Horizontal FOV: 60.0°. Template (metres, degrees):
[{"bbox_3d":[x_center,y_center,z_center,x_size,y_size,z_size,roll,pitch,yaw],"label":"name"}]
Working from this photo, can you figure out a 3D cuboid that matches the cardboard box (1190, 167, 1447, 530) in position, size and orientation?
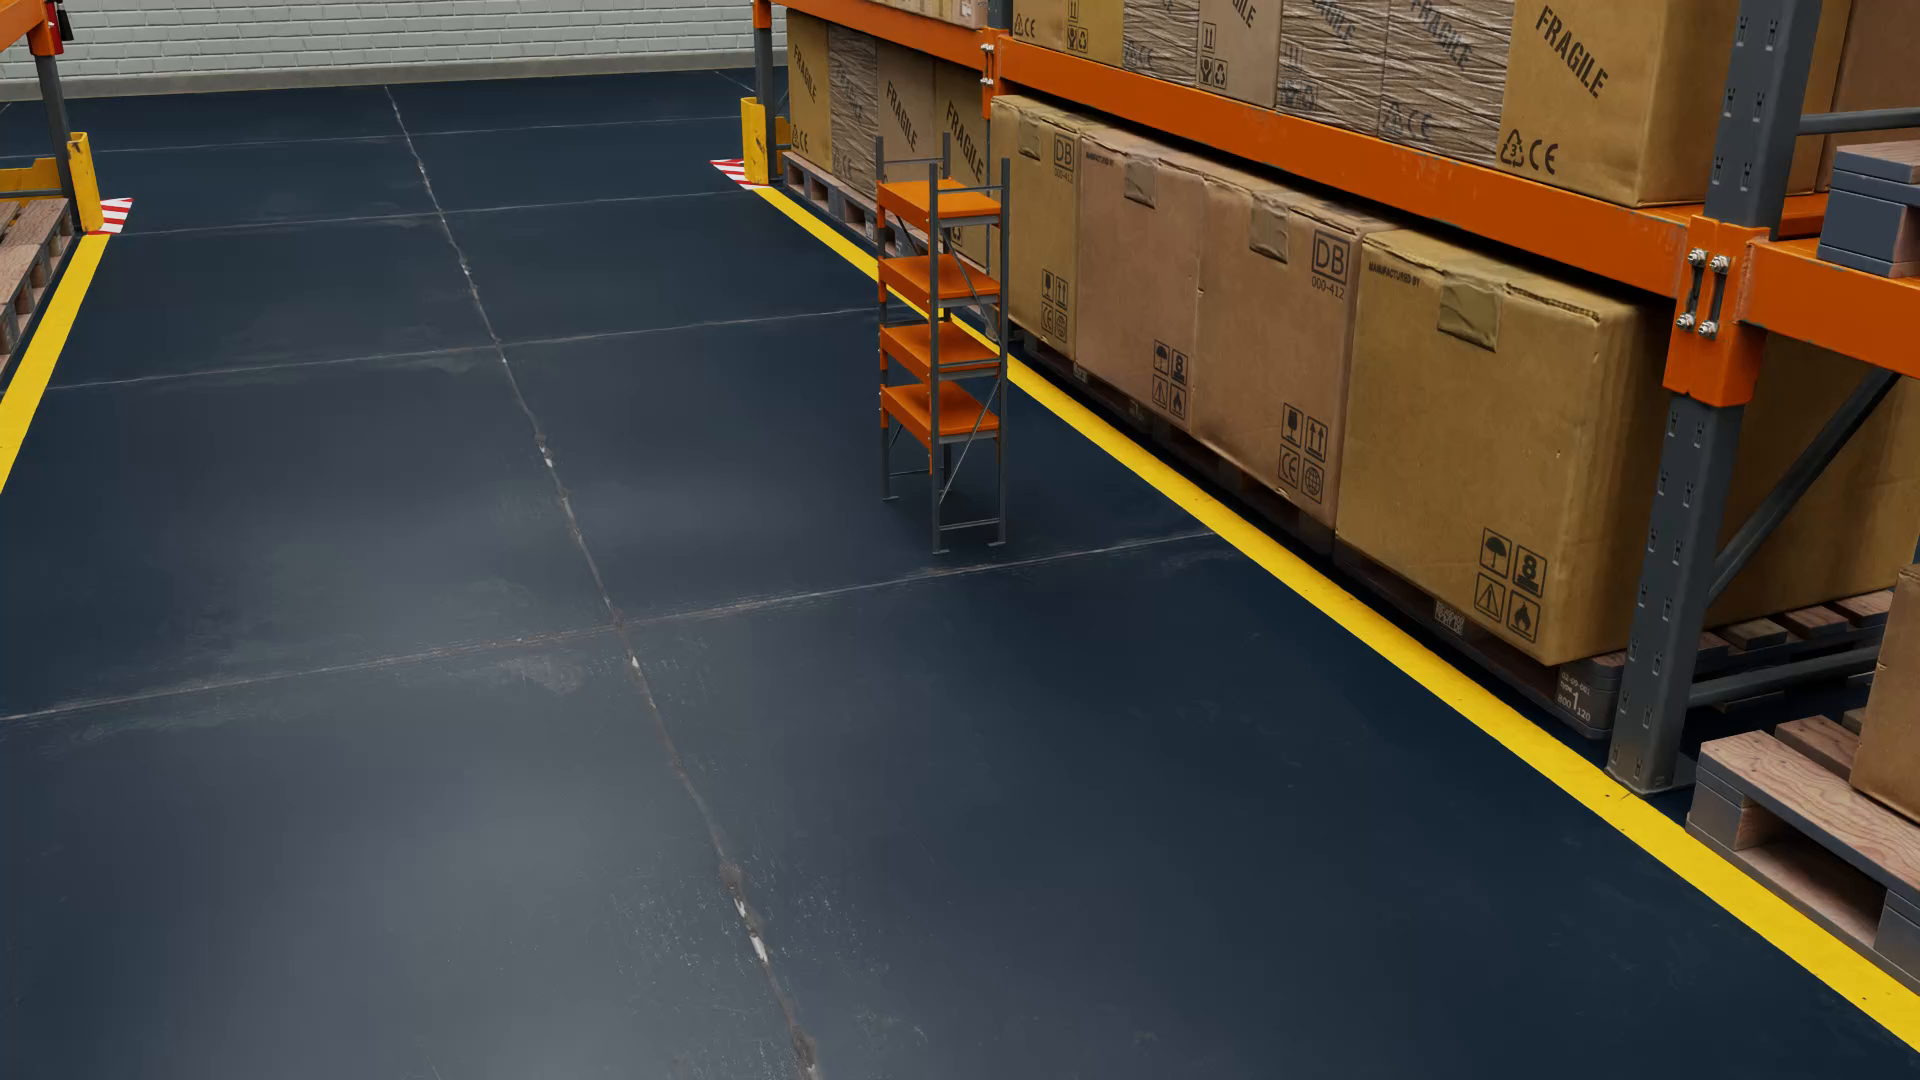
[{"bbox_3d":[1.482,-0.668,5.168,1.225,0.875,0.875,-8,24,-19],"label":"cardboard box"}]

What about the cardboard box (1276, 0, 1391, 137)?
[{"bbox_3d":[1.251,-1.437,4.668,0.500,0.500,0.500,-9,25,-21],"label":"cardboard box"}]

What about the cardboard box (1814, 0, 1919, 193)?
[{"bbox_3d":[2.097,-1.135,3.953,0.500,0.500,0.500,-8,24,-17],"label":"cardboard box"}]

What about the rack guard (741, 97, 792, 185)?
[{"bbox_3d":[-0.820,-2.639,10.867,1.175,0.500,0.348,-8,24,-19],"label":"rack guard"}]

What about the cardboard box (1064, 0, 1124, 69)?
[{"bbox_3d":[0.708,-1.991,5.982,0.500,0.500,0.500,-8,24,-19],"label":"cardboard box"}]

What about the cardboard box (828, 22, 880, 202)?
[{"bbox_3d":[-0.190,-2.444,9.382,0.875,0.875,0.875,-8,24,-19],"label":"cardboard box"}]

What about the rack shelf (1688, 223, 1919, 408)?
[{"bbox_3d":[2.721,0.183,1.880,1.077,0.370,4.000,-8,24,-19],"label":"rack shelf"}]

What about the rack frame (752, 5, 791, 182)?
[{"bbox_3d":[-0.812,-3.782,10.361,1.000,3.000,0.127,-8,24,-19],"label":"rack frame"}]

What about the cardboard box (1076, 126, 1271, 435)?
[{"bbox_3d":[1.162,-0.989,5.929,1.225,0.875,0.875,-9,25,-21],"label":"cardboard box"}]

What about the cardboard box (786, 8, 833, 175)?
[{"bbox_3d":[-0.511,-2.775,10.167,0.875,0.875,0.875,-8,24,-19],"label":"cardboard box"}]

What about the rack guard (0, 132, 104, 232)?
[{"bbox_3d":[-5.466,-1.958,9.251,1.175,0.500,0.348,-8,24,-19],"label":"rack guard"}]

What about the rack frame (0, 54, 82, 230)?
[{"bbox_3d":[-5.446,-3.102,8.749,1.000,3.000,0.127,-8,24,-19],"label":"rack frame"}]

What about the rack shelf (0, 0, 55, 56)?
[{"bbox_3d":[-4.739,-2.044,7.164,1.077,0.370,4.000,-8,24,-19],"label":"rack shelf"}]

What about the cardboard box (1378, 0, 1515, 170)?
[{"bbox_3d":[1.437,-1.249,4.222,0.500,0.500,0.500,-9,24,-19],"label":"cardboard box"}]

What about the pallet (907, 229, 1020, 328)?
[{"bbox_3d":[0.406,-1.331,8.135,1.003,0.211,1.213,-8,24,-19],"label":"pallet"}]

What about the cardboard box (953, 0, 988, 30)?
[{"bbox_3d":[0.187,-2.279,7.118,0.380,0.149,0.250,-8,24,-19],"label":"cardboard box"}]

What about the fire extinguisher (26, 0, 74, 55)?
[{"bbox_3d":[-5.074,-3.012,9.114,0.296,0.674,0.183,-8,24,-19],"label":"fire extinguisher"}]

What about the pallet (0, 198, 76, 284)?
[{"bbox_3d":[-5.191,-1.513,8.567,1.003,0.211,1.213,-8,24,-19],"label":"pallet"}]

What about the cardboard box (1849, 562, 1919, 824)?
[{"bbox_3d":[2.270,0.315,3.294,0.700,0.500,0.500,-10,25,-22],"label":"cardboard box"}]

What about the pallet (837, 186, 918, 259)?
[{"bbox_3d":[-0.029,-1.775,9.189,1.003,0.211,1.213,-8,24,-19],"label":"pallet"}]

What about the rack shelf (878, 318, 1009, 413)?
[{"bbox_3d":[-0.058,-0.551,5.186,0.258,0.148,0.480,-8,24,-19],"label":"rack shelf"}]

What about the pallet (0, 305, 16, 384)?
[{"bbox_3d":[-4.329,-0.626,6.463,1.003,0.211,1.213,-8,24,-19],"label":"pallet"}]

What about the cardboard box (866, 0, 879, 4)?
[{"bbox_3d":[-0.267,-2.746,8.226,0.380,0.149,0.250,-9,24,-20],"label":"cardboard box"}]

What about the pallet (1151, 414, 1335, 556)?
[{"bbox_3d":[1.379,-0.330,5.760,1.003,0.211,1.213,-8,24,-19],"label":"pallet"}]

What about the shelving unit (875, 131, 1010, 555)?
[{"bbox_3d":[-0.058,-0.613,5.160,0.258,1.200,0.503,-8,24,-19],"label":"shelving unit"}]

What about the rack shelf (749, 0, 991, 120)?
[{"bbox_3d":[-0.105,-2.724,8.777,1.077,0.370,4.000,-8,24,-19],"label":"rack shelf"}]

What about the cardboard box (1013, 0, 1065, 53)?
[{"bbox_3d":[0.530,-2.173,6.416,0.500,0.500,0.500,-8,24,-19],"label":"cardboard box"}]

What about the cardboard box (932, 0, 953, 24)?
[{"bbox_3d":[0.096,-2.372,7.340,0.380,0.149,0.250,-8,24,-18],"label":"cardboard box"}]

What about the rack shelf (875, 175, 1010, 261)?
[{"bbox_3d":[-0.058,-0.975,5.007,0.258,0.148,0.480,-8,24,-19],"label":"rack shelf"}]

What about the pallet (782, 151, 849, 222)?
[{"bbox_3d":[-0.456,-2.217,10.239,1.003,0.211,1.213,-8,24,-19],"label":"pallet"}]

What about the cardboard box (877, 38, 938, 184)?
[{"bbox_3d":[0.125,-2.121,8.615,0.875,0.875,0.875,-8,24,-19],"label":"cardboard box"}]

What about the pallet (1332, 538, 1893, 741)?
[{"bbox_3d":[1.806,0.113,4.710,1.003,0.211,1.213,-8,24,-19],"label":"pallet"}]

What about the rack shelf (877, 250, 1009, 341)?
[{"bbox_3d":[-0.058,-0.757,5.099,0.258,0.148,0.480,-8,24,-19],"label":"rack shelf"}]

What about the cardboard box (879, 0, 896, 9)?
[{"bbox_3d":[-0.177,-2.653,8.005,0.380,0.149,0.250,-8,24,-18],"label":"cardboard box"}]

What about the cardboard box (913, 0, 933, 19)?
[{"bbox_3d":[0.005,-2.466,7.561,0.380,0.149,0.250,-9,24,-20],"label":"cardboard box"}]

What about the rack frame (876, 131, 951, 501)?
[{"bbox_3d":[-0.145,-0.702,5.370,0.240,1.200,0.015,-8,24,-19],"label":"rack frame"}]

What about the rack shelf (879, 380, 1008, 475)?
[{"bbox_3d":[-0.058,-0.368,5.263,0.258,0.148,0.480,-8,24,-19],"label":"rack shelf"}]

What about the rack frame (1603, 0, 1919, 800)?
[{"bbox_3d":[2.014,-0.875,3.465,1.000,3.000,0.127,-8,24,-19],"label":"rack frame"}]

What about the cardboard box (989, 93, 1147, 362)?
[{"bbox_3d":[0.846,-1.313,6.699,1.225,0.875,0.875,-8,24,-19],"label":"cardboard box"}]

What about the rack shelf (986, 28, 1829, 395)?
[{"bbox_3d":[1.308,-1.270,5.328,1.077,0.370,4.000,-8,24,-19],"label":"rack shelf"}]

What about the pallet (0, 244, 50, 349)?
[{"bbox_3d":[-4.763,-1.070,7.517,1.003,0.211,1.213,-8,24,-19],"label":"pallet"}]

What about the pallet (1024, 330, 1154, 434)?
[{"bbox_3d":[0.944,-0.774,6.814,1.003,0.211,1.213,-8,24,-19],"label":"pallet"}]

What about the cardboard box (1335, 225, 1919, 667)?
[{"bbox_3d":[1.790,-0.343,4.397,1.225,0.875,0.875,-10,25,-21],"label":"cardboard box"}]

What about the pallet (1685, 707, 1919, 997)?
[{"bbox_3d":[2.289,0.694,3.332,1.003,0.211,1.213,-8,24,-19],"label":"pallet"}]

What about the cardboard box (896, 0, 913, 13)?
[{"bbox_3d":[-0.086,-2.559,7.783,0.380,0.149,0.250,-8,24,-18],"label":"cardboard box"}]

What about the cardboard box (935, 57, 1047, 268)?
[{"bbox_3d":[0.443,-1.794,7.839,0.875,0.875,0.875,-8,24,-19],"label":"cardboard box"}]

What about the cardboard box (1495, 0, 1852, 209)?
[{"bbox_3d":[1.608,-1.067,3.790,0.500,0.500,0.500,-8,24,-17],"label":"cardboard box"}]

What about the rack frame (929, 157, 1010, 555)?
[{"bbox_3d":[0.028,-0.524,4.949,0.240,1.200,0.015,-8,24,-19],"label":"rack frame"}]

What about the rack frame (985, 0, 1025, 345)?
[{"bbox_3d":[0.601,-2.329,6.913,1.000,3.000,0.127,-8,24,-19],"label":"rack frame"}]

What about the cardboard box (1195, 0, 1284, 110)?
[{"bbox_3d":[1.072,-1.622,5.107,0.500,0.500,0.500,-8,24,-18],"label":"cardboard box"}]

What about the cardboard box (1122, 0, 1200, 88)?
[{"bbox_3d":[0.885,-1.809,5.551,0.500,0.500,0.500,-9,24,-20],"label":"cardboard box"}]

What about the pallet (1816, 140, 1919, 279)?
[{"bbox_3d":[2.366,-0.543,2.922,1.213,0.211,1.003,-8,24,-19],"label":"pallet"}]
